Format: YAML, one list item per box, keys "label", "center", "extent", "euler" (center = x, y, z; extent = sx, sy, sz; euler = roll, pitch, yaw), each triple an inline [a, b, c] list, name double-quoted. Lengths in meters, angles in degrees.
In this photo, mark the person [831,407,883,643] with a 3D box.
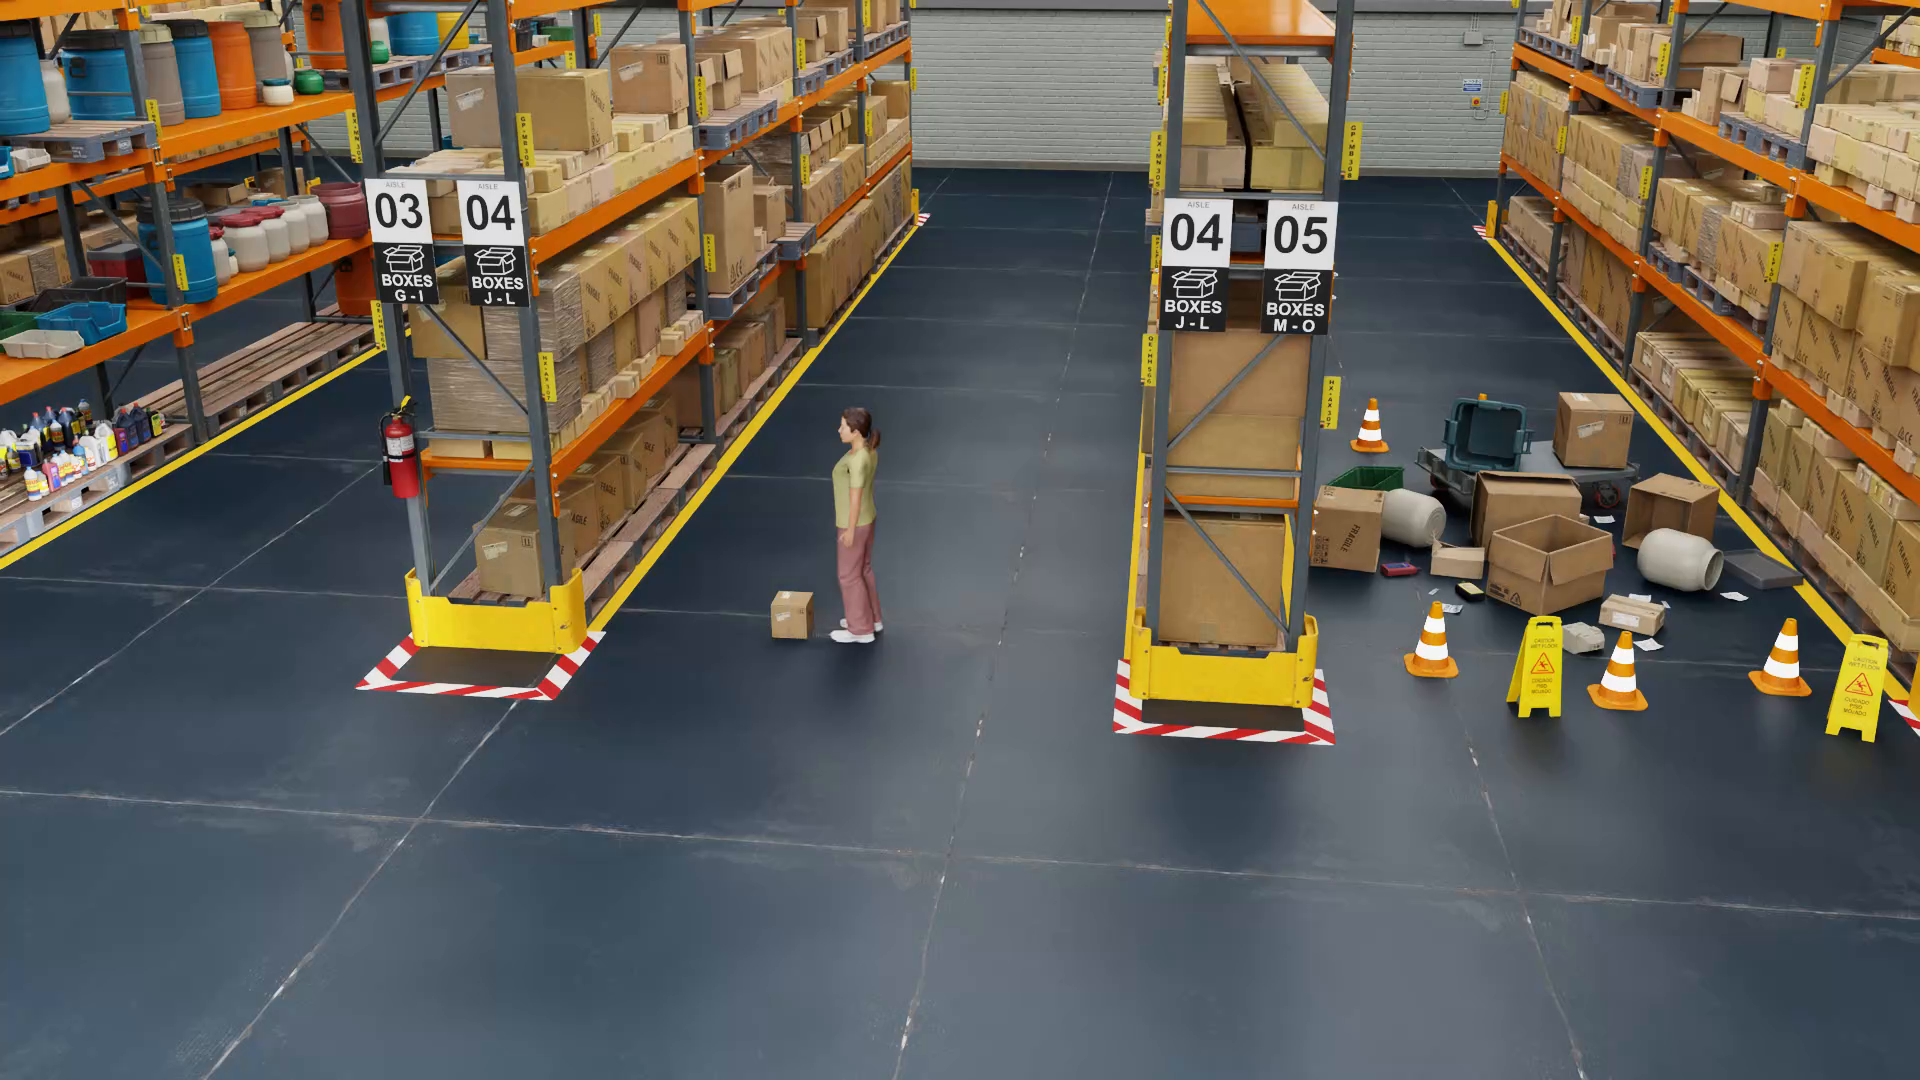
- label: "person"
  center: [-0.703, -0.106, 11.370]
  extent: [0.370, 1.668, 0.441]
  euler: [3, 21, 8]
